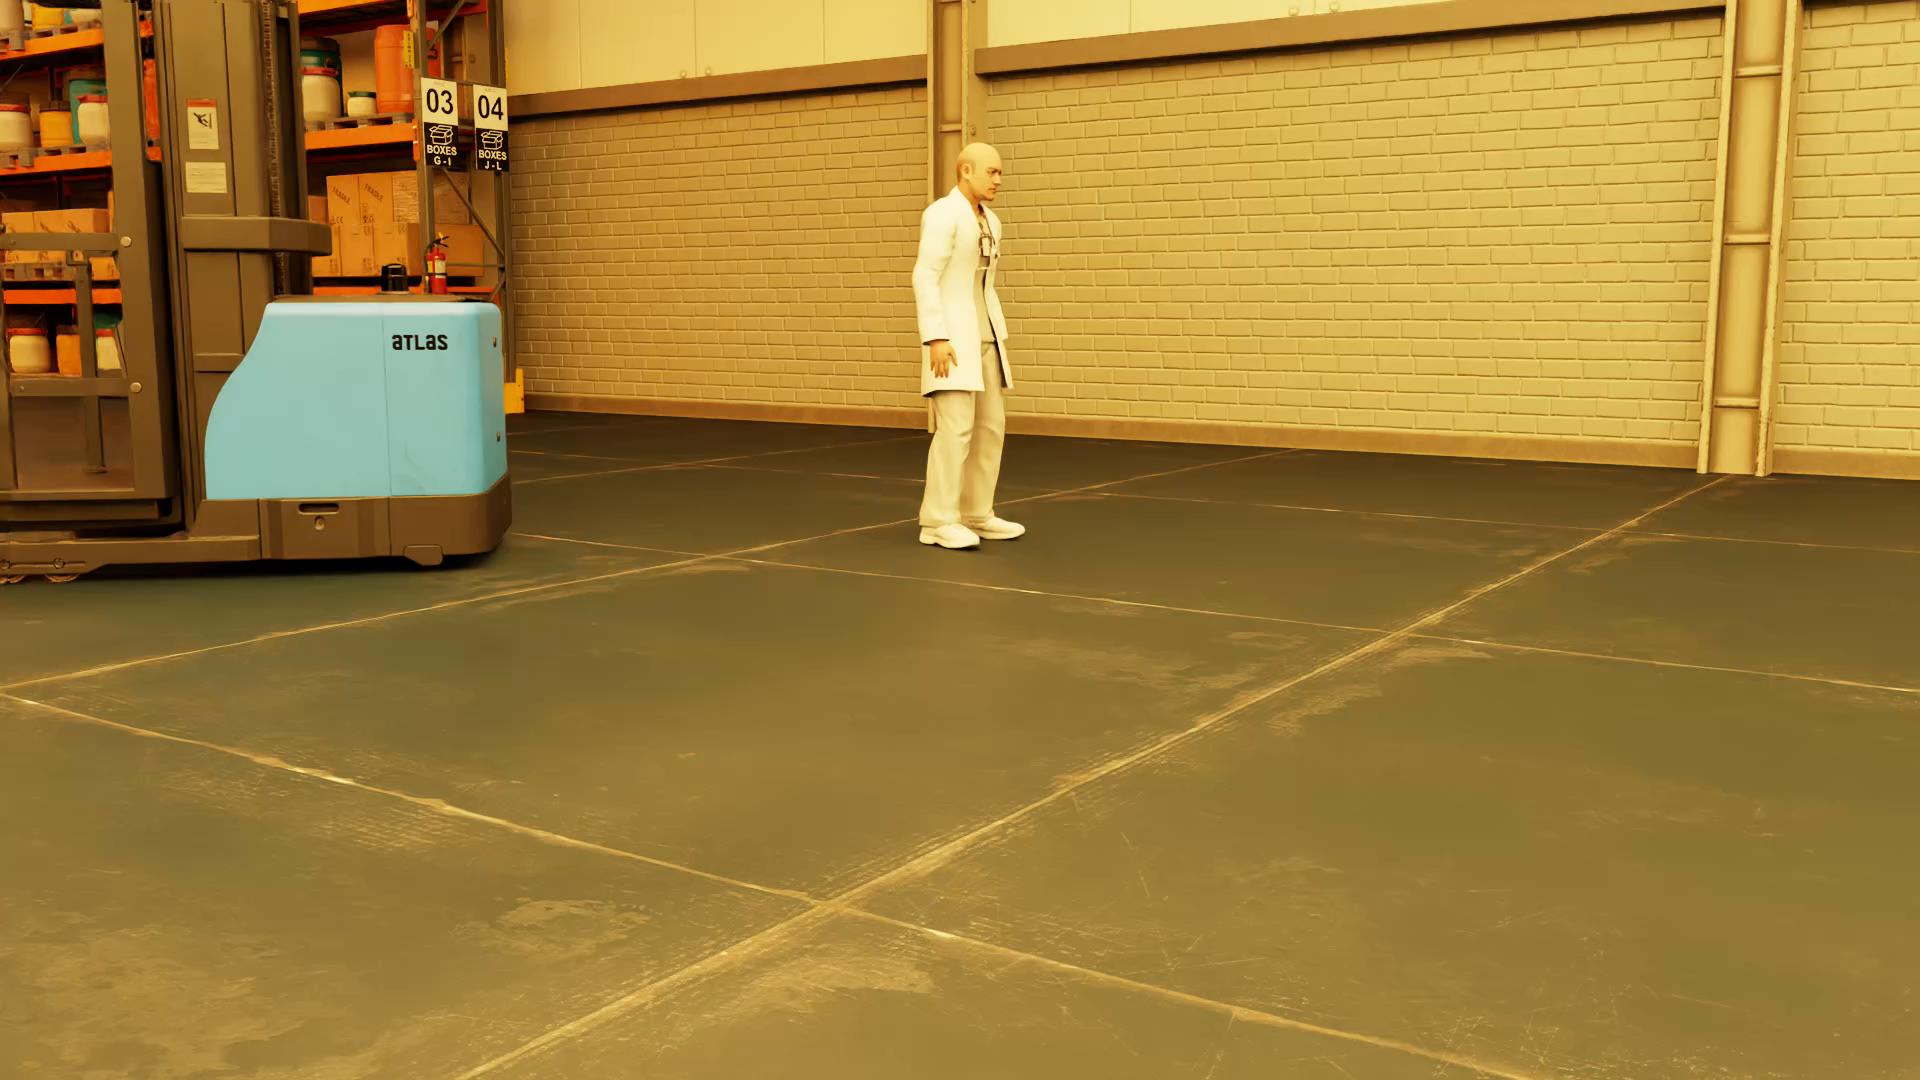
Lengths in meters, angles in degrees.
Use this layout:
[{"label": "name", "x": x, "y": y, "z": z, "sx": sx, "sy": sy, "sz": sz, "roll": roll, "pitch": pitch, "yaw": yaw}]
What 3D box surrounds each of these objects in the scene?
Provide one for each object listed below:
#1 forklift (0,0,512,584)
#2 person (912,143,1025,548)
[{"label": "forklift", "x": -3.478, "y": -1.361, "z": 6.766, "sx": 3.031, "sy": 2.935, "sz": 1.130, "roll": -1, "pitch": 8, "yaw": -9}, {"label": "person", "x": 0.032, "y": -0.876, "z": 7.469, "sx": 0.431, "sy": 1.773, "sz": 0.644, "roll": 5, "pitch": 10, "yaw": 32}]
